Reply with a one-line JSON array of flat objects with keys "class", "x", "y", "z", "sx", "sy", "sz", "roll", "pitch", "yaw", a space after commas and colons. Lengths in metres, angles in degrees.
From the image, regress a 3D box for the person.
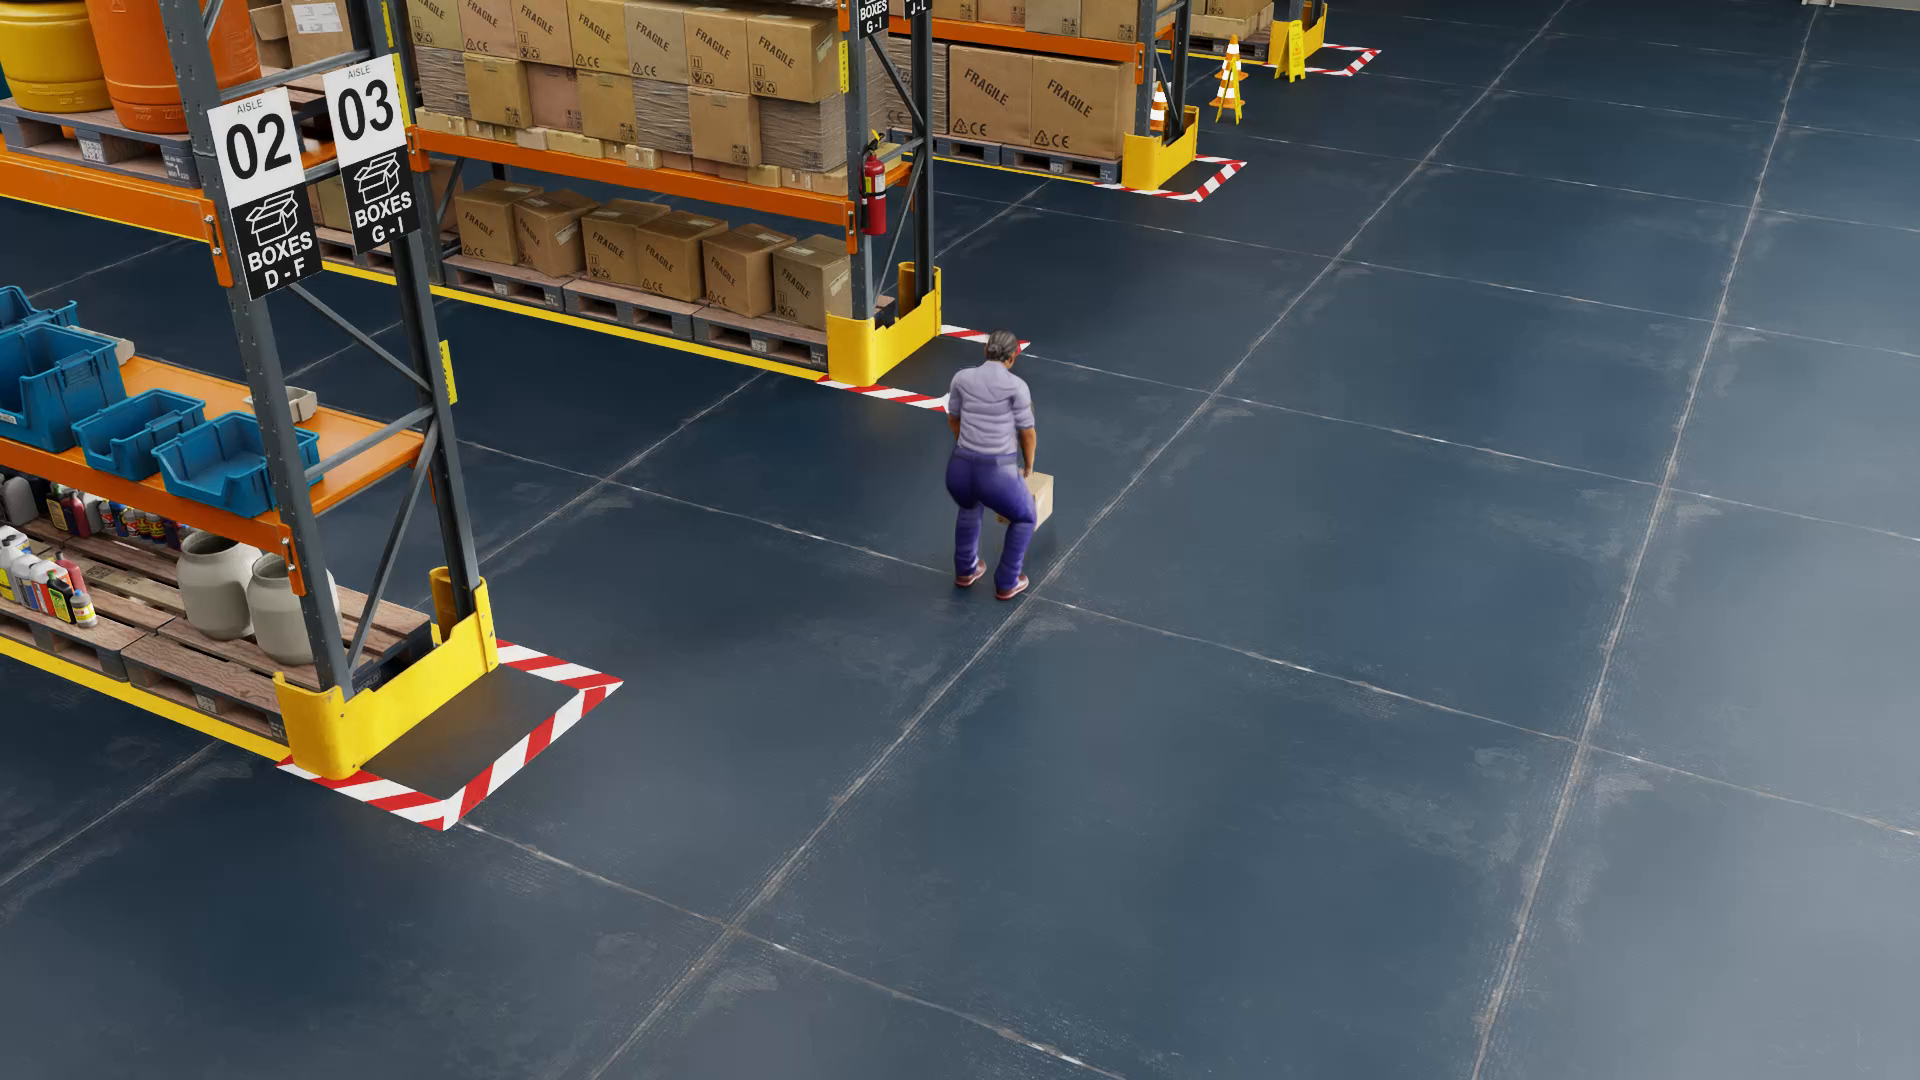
[{"class": "person", "x": 0.147, "y": -0.388, "z": 9.156, "sx": 0.528, "sy": 1.469, "sz": 0.573, "roll": 15, "pitch": 33, "yaw": 24}]
